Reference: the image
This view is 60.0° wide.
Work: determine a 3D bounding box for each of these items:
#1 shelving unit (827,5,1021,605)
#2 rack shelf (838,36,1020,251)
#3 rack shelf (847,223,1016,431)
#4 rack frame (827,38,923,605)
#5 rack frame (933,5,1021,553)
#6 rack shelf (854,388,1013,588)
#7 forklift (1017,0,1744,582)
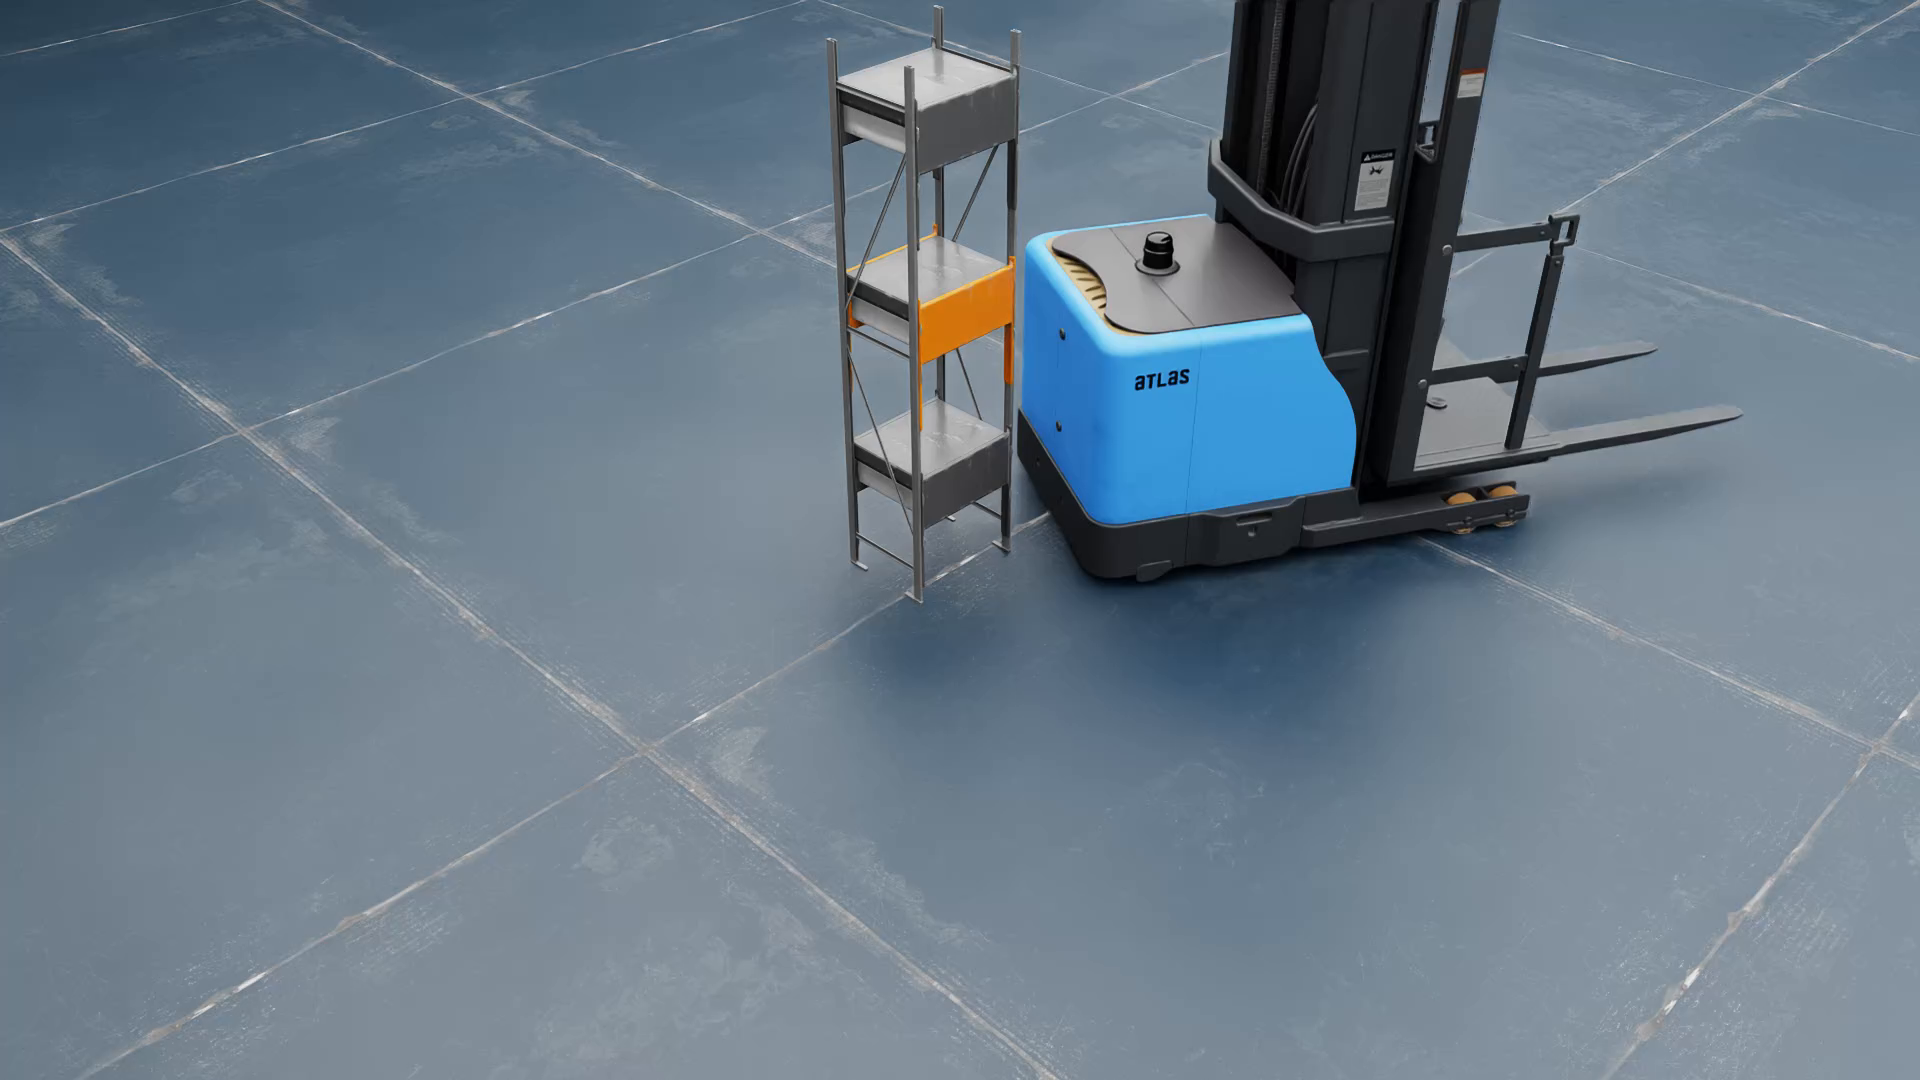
[{"bbox_3d":[-0.117,-0.794,6.053,0.431,2.100,0.503,30,45,35],"label":"shelving unit"},{"bbox_3d":[-0.117,-1.357,5.660,0.431,0.518,0.480,30,45,35],"label":"rack shelf"},{"bbox_3d":[-0.117,-0.783,6.061,0.431,0.518,0.480,30,45,35],"label":"rack shelf"},{"bbox_3d":[-0.289,-0.695,5.911,0.400,2.100,0.015,30,45,35],"label":"rack frame"},{"bbox_3d":[0.055,-0.893,6.195,0.400,2.100,0.015,30,45,35],"label":"rack frame"},{"bbox_3d":[-0.117,-0.209,6.461,0.431,0.518,0.480,30,45,35],"label":"rack shelf"},{"bbox_3d":[1.821,-1.507,6.349,3.031,2.935,1.130,-9,36,-13],"label":"forklift"}]
